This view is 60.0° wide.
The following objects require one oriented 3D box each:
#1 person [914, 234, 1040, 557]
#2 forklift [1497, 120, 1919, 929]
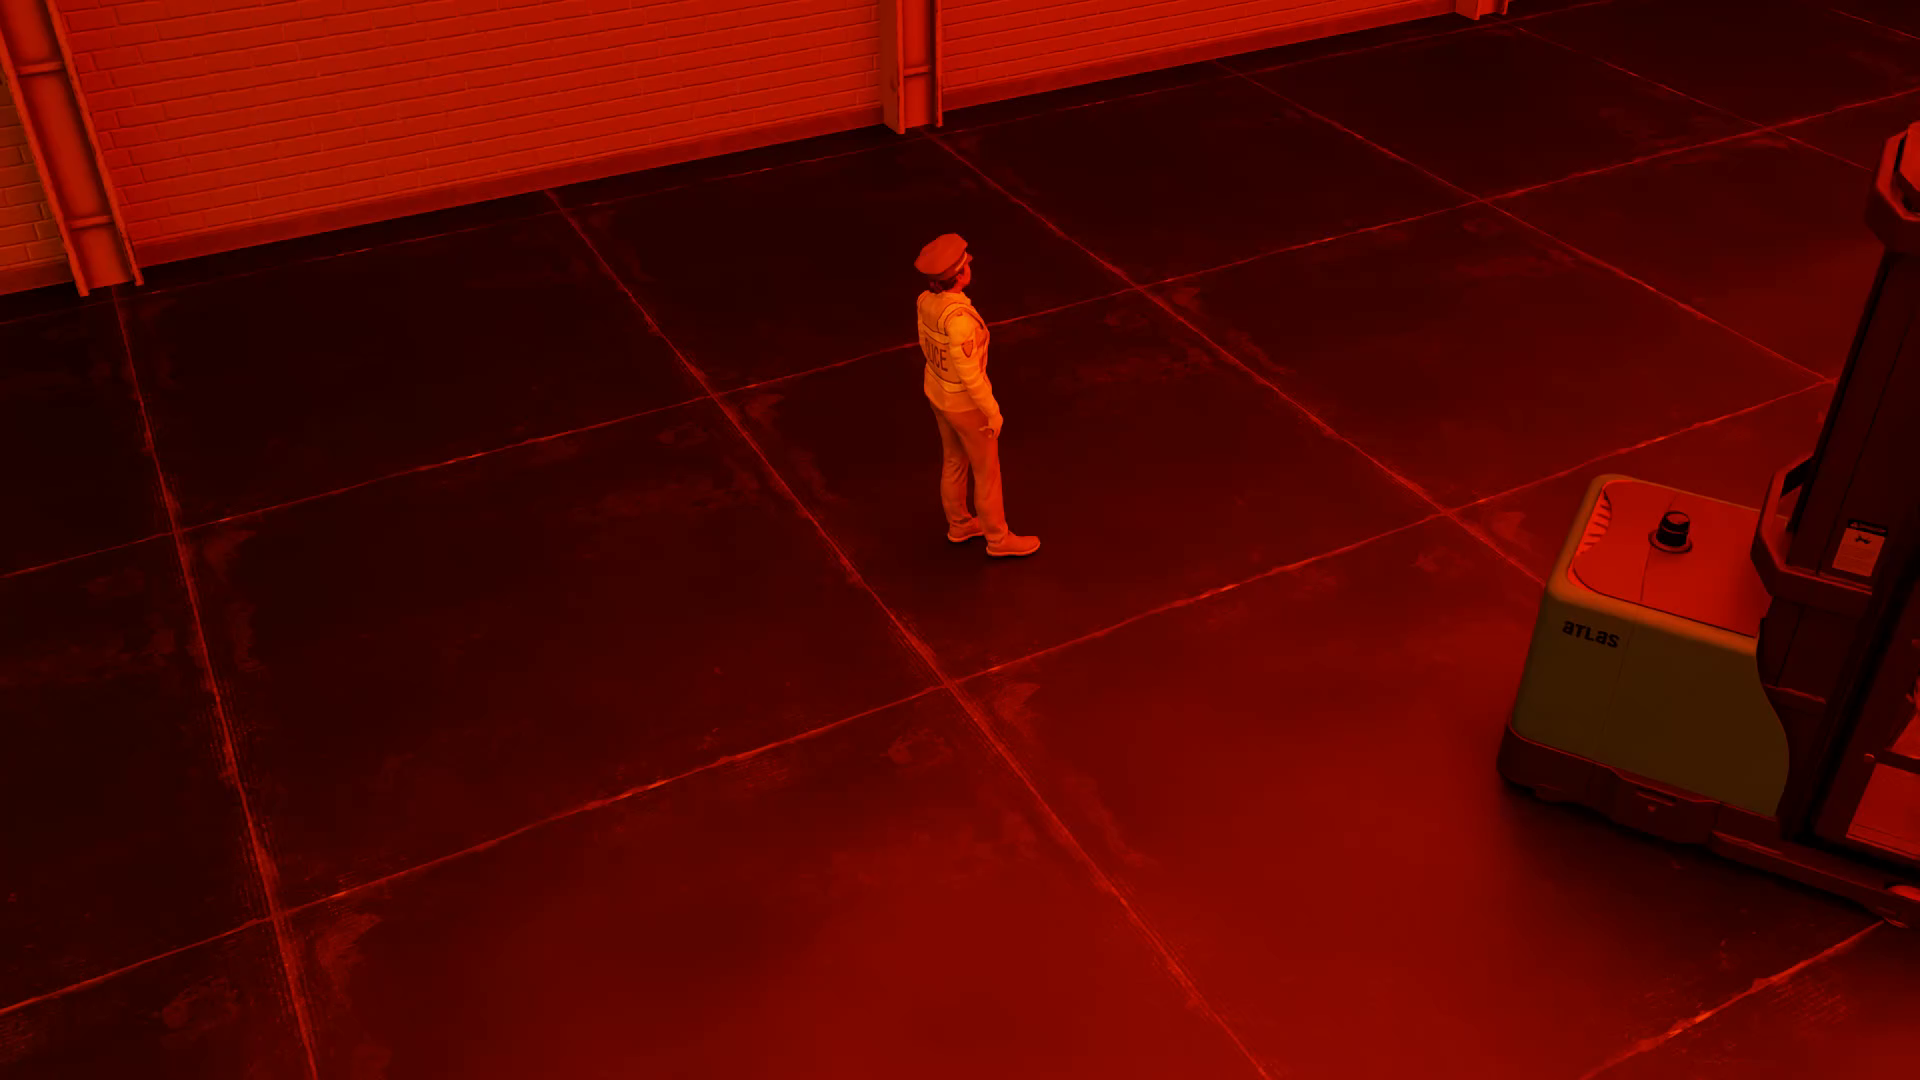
[{"bbox_3d":[0.063,-0.713,8.191,0.531,1.695,0.587,-17,39,-23],"label":"person"},{"bbox_3d":[3.856,0.022,6.091,3.031,2.935,1.130,18,39,23],"label":"forklift"}]
